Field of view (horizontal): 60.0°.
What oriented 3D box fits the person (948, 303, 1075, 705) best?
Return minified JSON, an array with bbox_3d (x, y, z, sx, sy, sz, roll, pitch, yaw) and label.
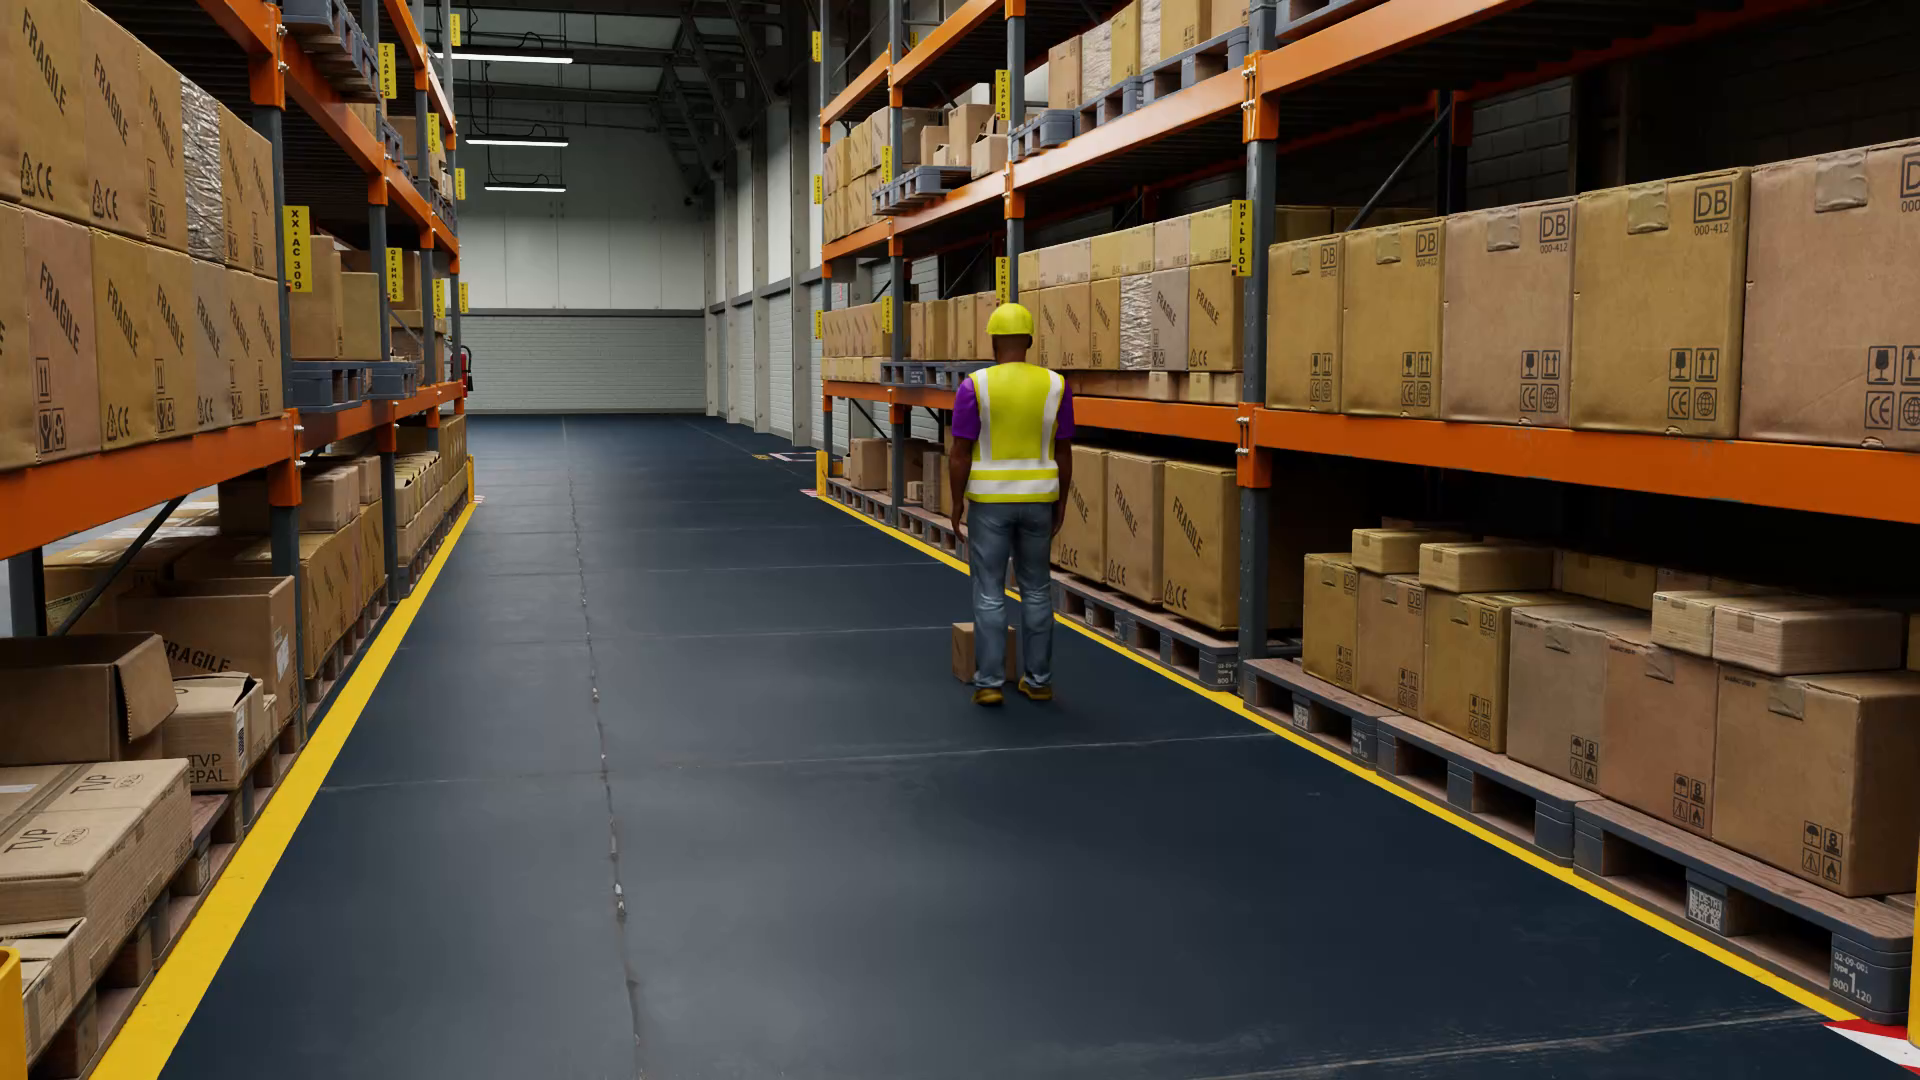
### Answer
[{"bbox_3d":[0.218,-0.140,7.408,0.563,1.811,0.378,-1,6,-12],"label":"person"}]
